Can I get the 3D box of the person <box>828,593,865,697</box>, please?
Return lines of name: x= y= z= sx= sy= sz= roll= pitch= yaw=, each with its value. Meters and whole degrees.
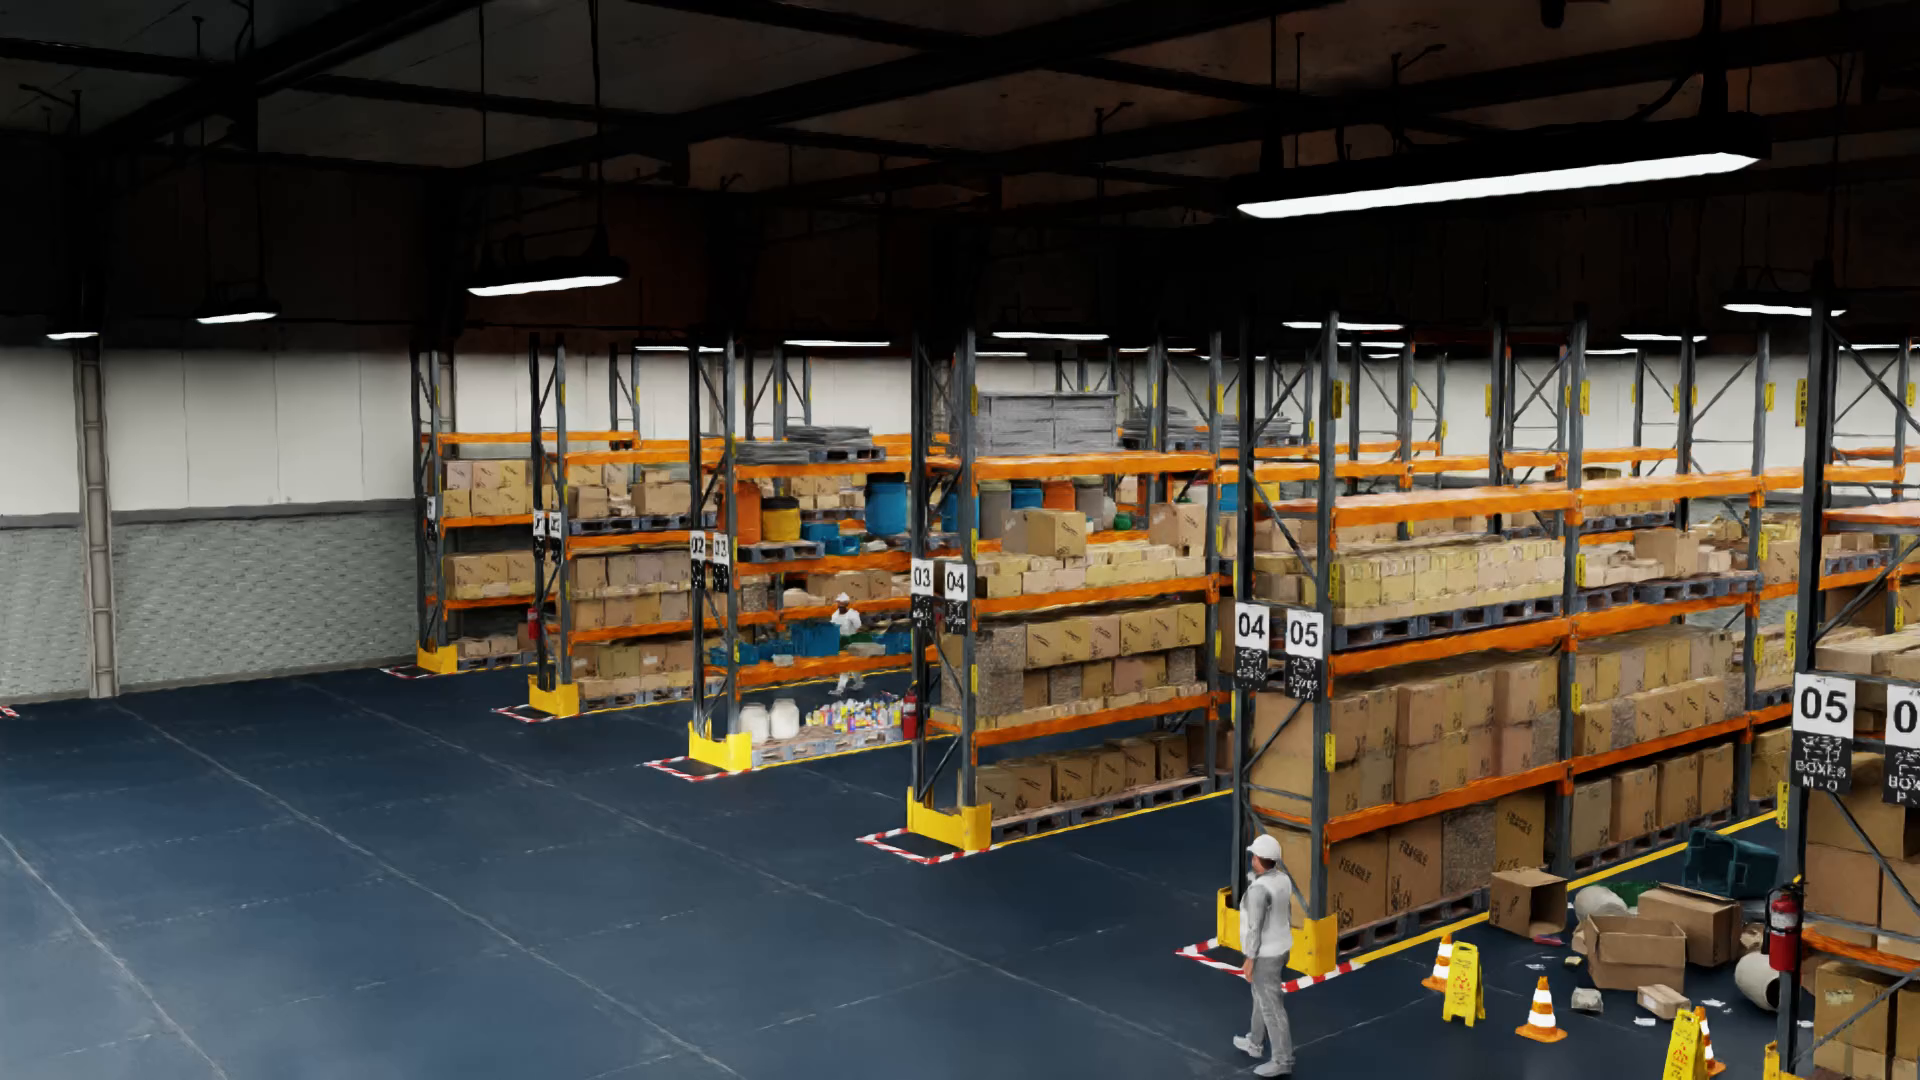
person: x=-1.944 y=1.730 z=27.855 sx=0.571 sy=1.707 sz=1.035 roll=5 pitch=7 yaw=42

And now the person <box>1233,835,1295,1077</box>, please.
person: x=2.307 y=3.116 z=12.657 sx=0.622 sy=1.773 sz=0.643 roll=3 pitch=6 yaw=32

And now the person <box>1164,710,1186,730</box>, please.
person: x=3.177 y=1.975 z=25.175 sx=0.835 sy=1.722 sz=0.703 roll=-4 pitch=6 yaw=-34
